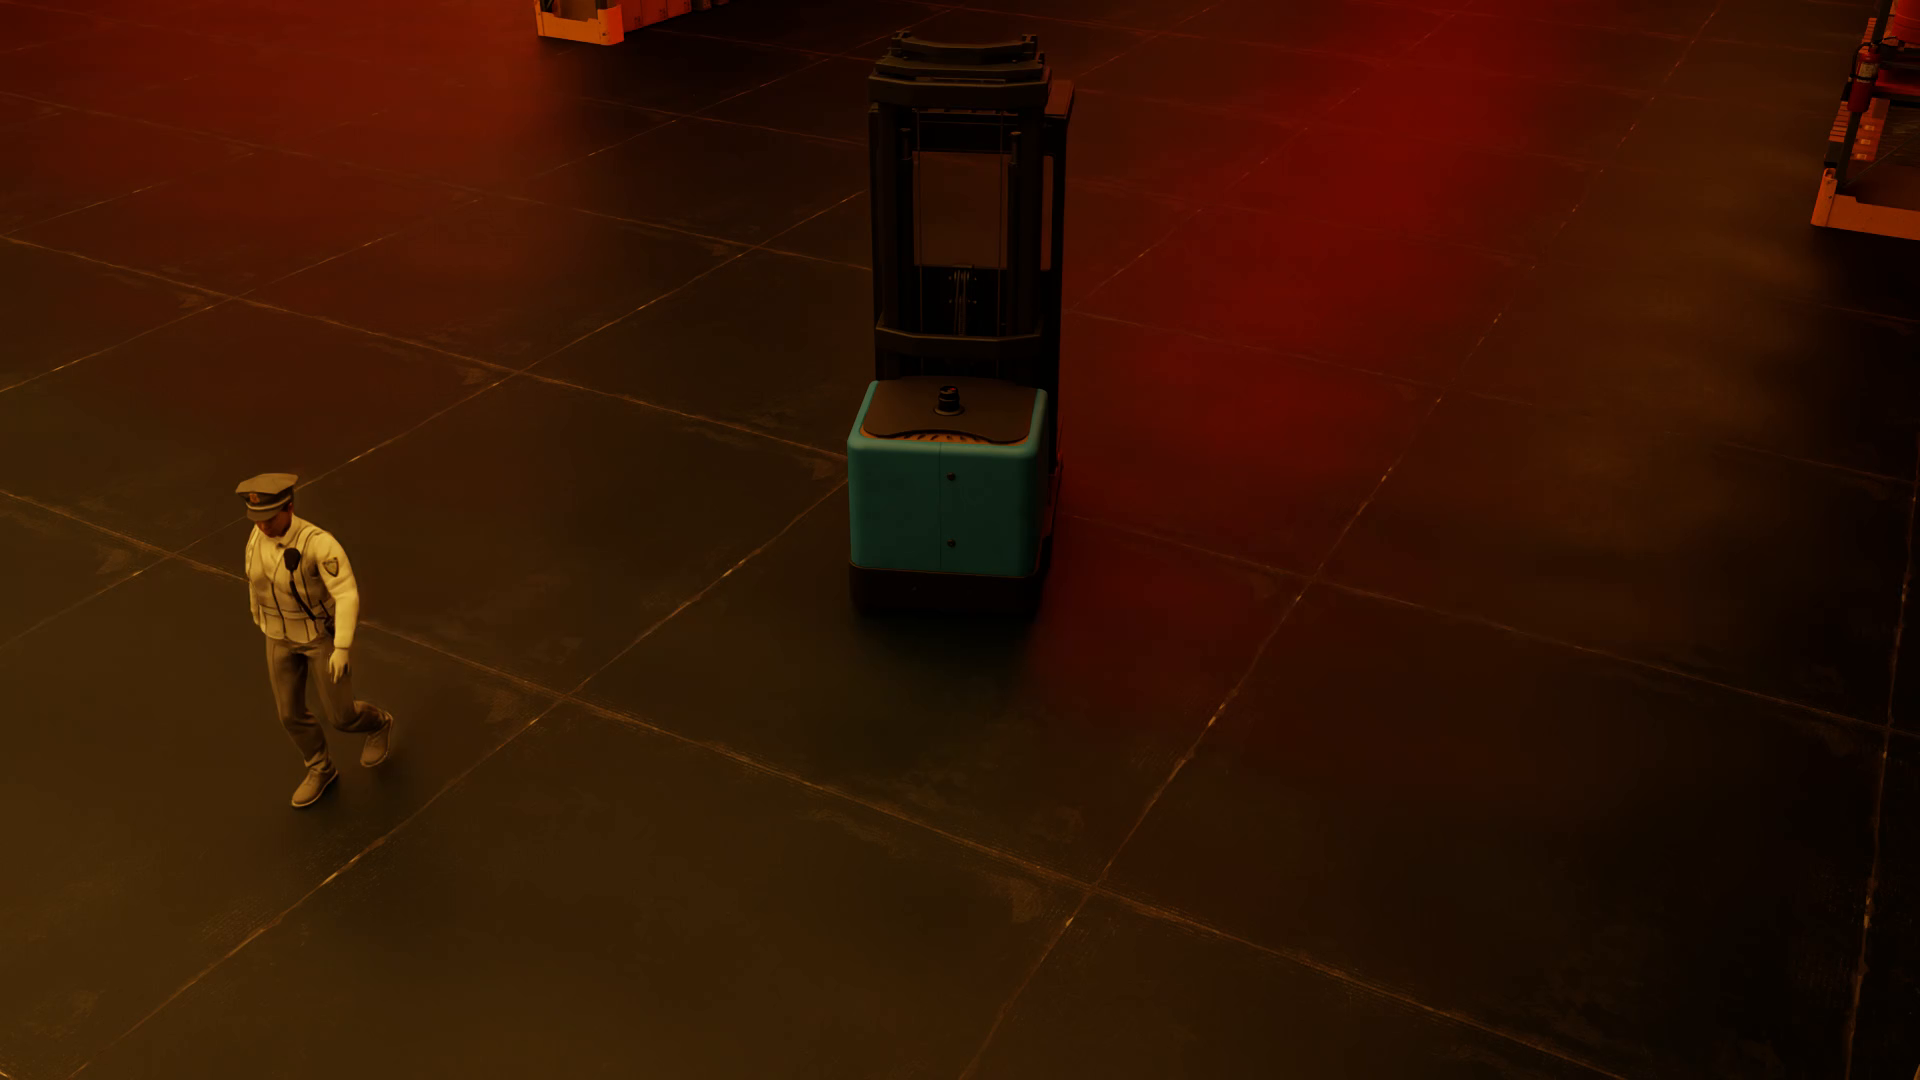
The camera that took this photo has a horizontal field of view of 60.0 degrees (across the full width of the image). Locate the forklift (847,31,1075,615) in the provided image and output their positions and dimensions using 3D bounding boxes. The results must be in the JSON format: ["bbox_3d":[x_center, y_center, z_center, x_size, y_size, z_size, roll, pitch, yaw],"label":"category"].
[{"bbox_3d":[0.072,-1.572,9.794,1.130,2.935,3.031,3,30,6],"label":"forklift"}]

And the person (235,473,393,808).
[{"bbox_3d":[-2.976,0.437,7.604,0.721,1.651,0.555,7,31,12],"label":"person"}]
